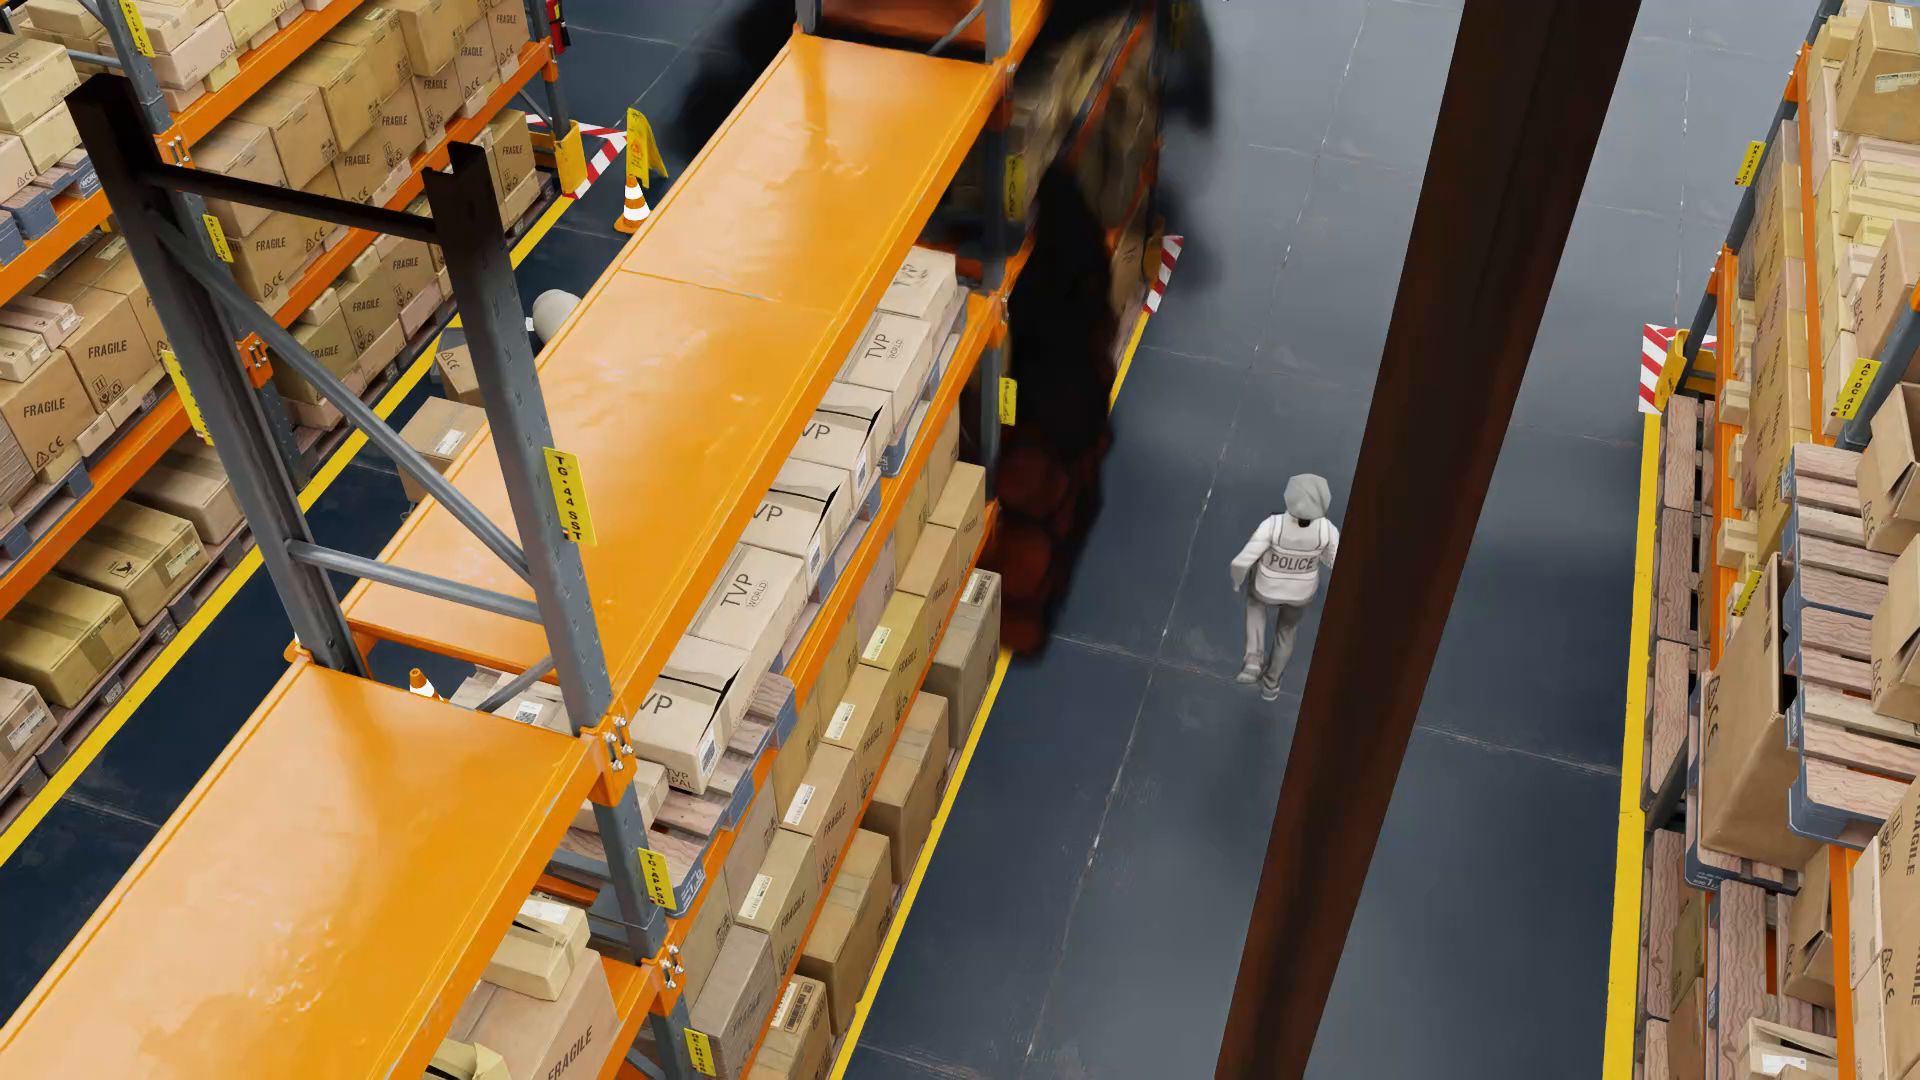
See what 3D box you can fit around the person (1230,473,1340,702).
[{"bbox_3d":[1.804,0.202,9.388,0.623,1.680,0.540,4,46,4],"label":"person"}]
